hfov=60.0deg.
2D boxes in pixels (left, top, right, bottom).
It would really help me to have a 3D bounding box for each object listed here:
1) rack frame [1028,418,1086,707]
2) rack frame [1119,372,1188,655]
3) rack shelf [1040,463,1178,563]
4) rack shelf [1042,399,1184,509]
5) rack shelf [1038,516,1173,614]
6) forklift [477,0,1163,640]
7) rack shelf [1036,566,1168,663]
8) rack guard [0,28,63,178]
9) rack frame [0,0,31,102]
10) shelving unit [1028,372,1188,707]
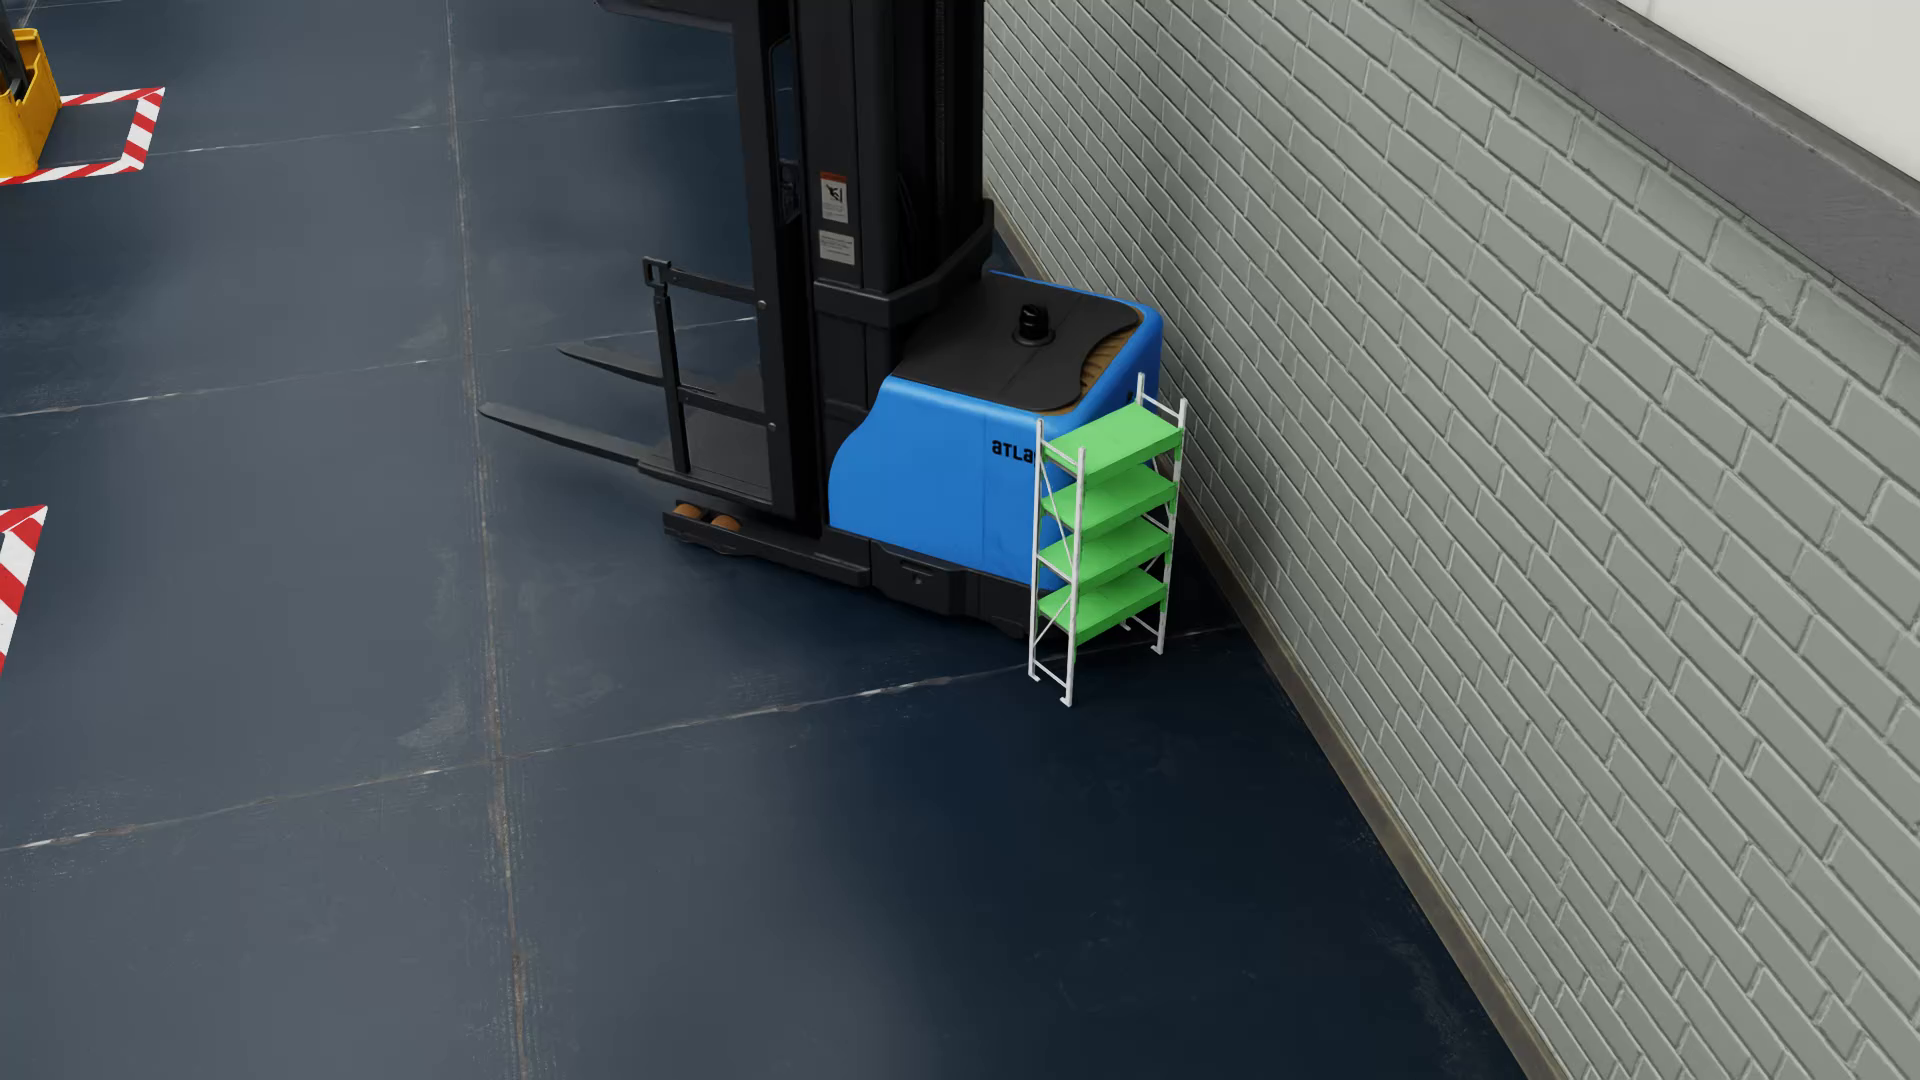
[{"bbox_3d":[0.351,0.108,6.121,0.015,1.200,0.240,-26,44,-30],"label":"rack frame"},{"bbox_3d":[0.732,-0.077,6.363,0.015,1.200,0.240,-26,44,-30],"label":"rack frame"},{"bbox_3d":[0.541,-0.124,6.135,0.480,0.148,0.258,-26,44,-30],"label":"rack shelf"},{"bbox_3d":[0.541,-0.315,5.989,0.480,0.148,0.258,-26,44,-30],"label":"rack shelf"},{"bbox_3d":[0.541,0.066,6.281,0.480,0.148,0.258,-26,44,-30],"label":"rack shelf"},{"bbox_3d":[-0.721,-1.373,6.633,3.031,2.935,1.130,16,40,20],"label":"forklift"},{"bbox_3d":[0.541,0.257,6.427,0.480,0.148,0.258,-26,44,-30],"label":"rack shelf"},{"bbox_3d":[-5.977,-2.749,10.432,0.348,0.500,1.175,-9,38,-12],"label":"rack guard"},{"bbox_3d":[-6.000,-3.738,9.667,0.127,3.000,1.000,-9,38,-12],"label":"rack frame"},{"bbox_3d":[0.541,0.015,6.242,0.503,1.200,0.258,-26,44,-30],"label":"shelving unit"}]
